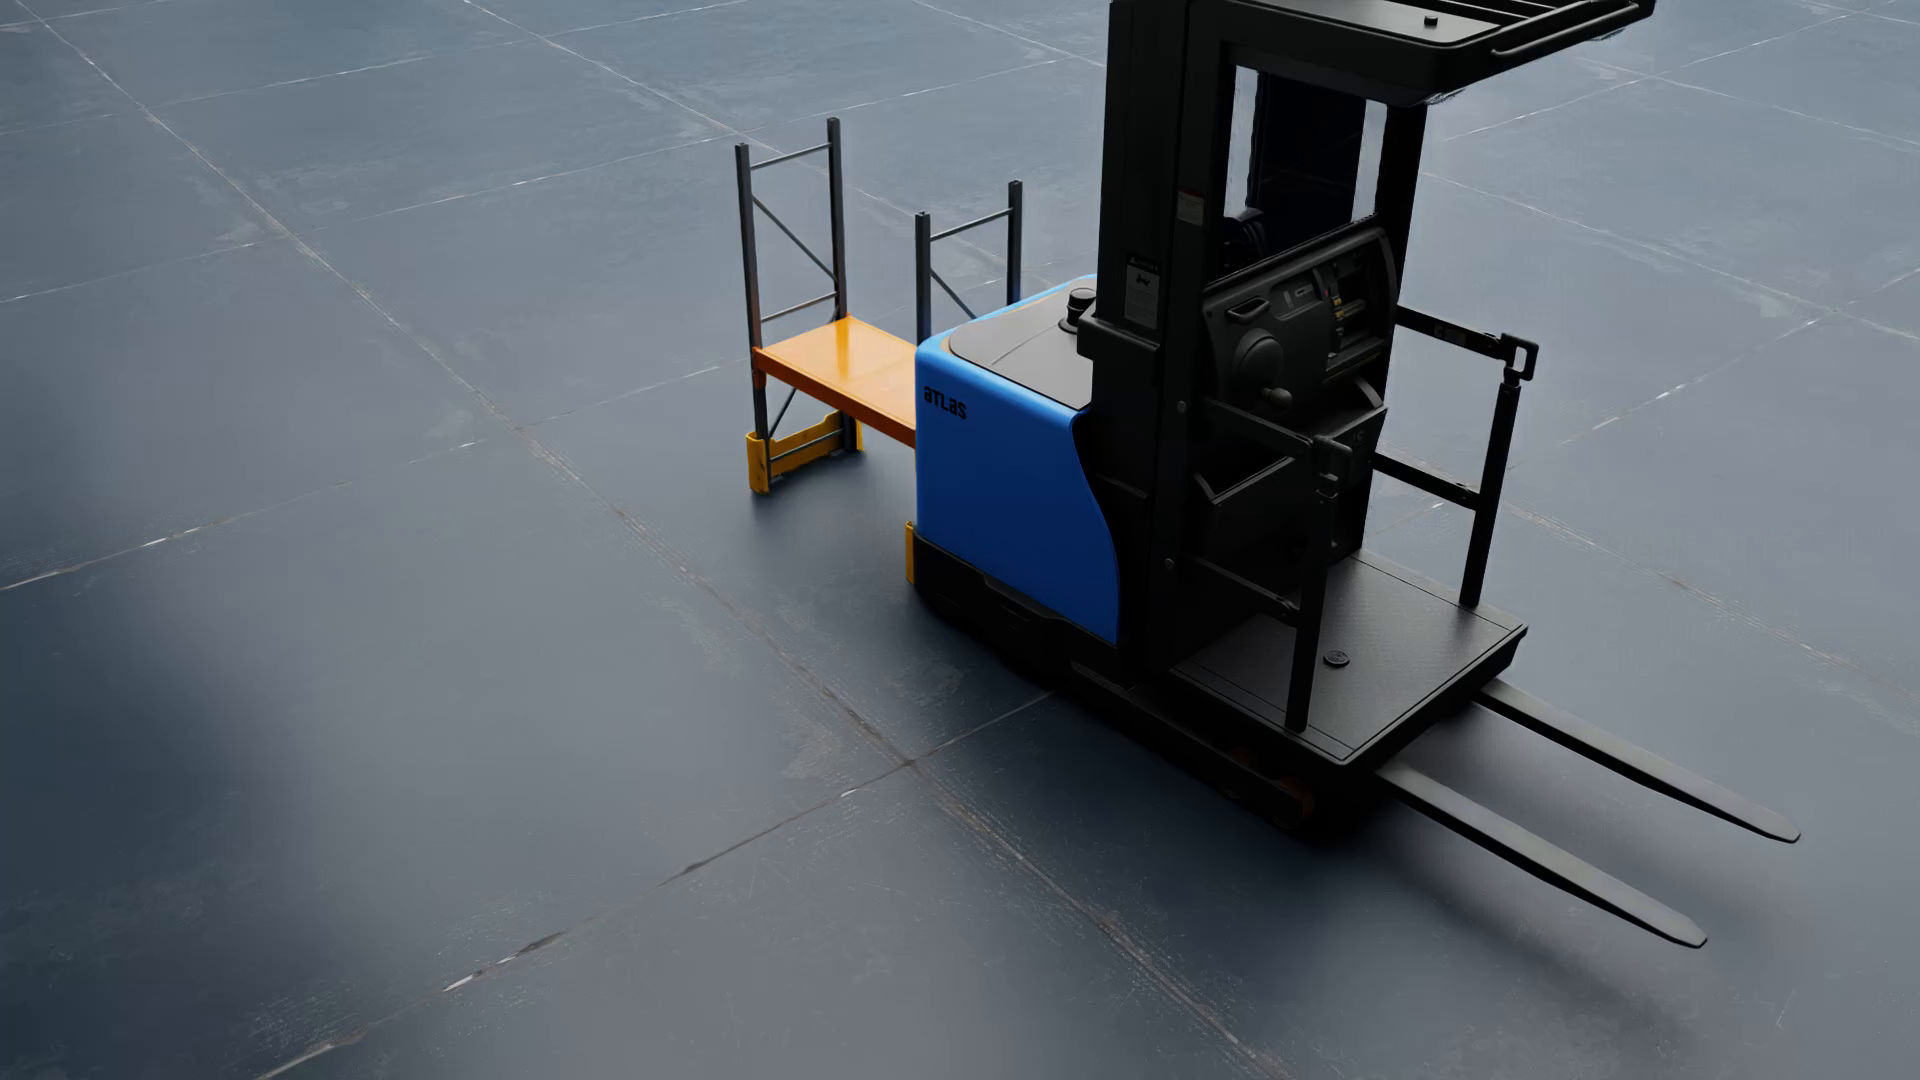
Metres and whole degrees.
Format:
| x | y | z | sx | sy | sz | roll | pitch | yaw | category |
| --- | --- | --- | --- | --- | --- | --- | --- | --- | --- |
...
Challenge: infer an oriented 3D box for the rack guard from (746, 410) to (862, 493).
| x | y | z | sx | sy | sz | roll | pitch | yaw | category |
| --- | --- | --- | --- | --- | --- | --- | --- | --- | --- |
| -0.667 | -0.425 | 7.197 | 0.587 | 0.250 | 0.087 | -27 | 41 | -36 | rack guard |

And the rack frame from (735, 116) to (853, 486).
| x | y | z | sx | sy | sz | roll | pitch | yaw | category |
| --- | --- | --- | --- | --- | --- | --- | --- | --- | --- |
| -0.668 | -0.956 | 6.868 | 0.500 | 1.500 | 0.032 | -27 | 41 | -36 | rack frame |

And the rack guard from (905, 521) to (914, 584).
| x | y | z | sx | sy | sz | roll | pitch | yaw | category |
| --- | --- | --- | --- | --- | --- | --- | --- | --- | --- |
| 0.023 | -0.046 | 6.587 | 0.587 | 0.250 | 0.087 | -27 | 41 | -36 | rack guard |

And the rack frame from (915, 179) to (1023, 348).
| x | y | z | sx | sy | sz | roll | pitch | yaw | category |
| --- | --- | --- | --- | --- | --- | --- | --- | --- | --- |
| 0.036 | -0.569 | 6.245 | 0.500 | 1.500 | 0.032 | -27 | 41 | -36 | rack frame |

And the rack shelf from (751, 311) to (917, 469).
| x | y | z | sx | sy | sz | roll | pitch | yaw | category |
| --- | --- | --- | --- | --- | --- | --- | --- | --- | --- |
| -0.316 | -0.610 | 6.652 | 0.538 | 0.185 | 1.000 | -27 | 41 | -36 | rack shelf |

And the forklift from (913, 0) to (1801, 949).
| x | y | z | sx | sy | sz | roll | pitch | yaw | category |
| --- | --- | --- | --- | --- | --- | --- | --- | --- | --- |
| 1.206 | -0.640 | 5.002 | 1.130 | 2.935 | 3.031 | -27 | 41 | -36 | forklift |

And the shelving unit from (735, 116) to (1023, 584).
| x | y | z | sx | sy | sz | roll | pitch | yaw | category |
| --- | --- | --- | --- | --- | --- | --- | --- | --- | --- |
| -0.322 | -0.766 | 6.562 | 0.587 | 1.500 | 1.083 | -27 | 41 | -36 | shelving unit |
